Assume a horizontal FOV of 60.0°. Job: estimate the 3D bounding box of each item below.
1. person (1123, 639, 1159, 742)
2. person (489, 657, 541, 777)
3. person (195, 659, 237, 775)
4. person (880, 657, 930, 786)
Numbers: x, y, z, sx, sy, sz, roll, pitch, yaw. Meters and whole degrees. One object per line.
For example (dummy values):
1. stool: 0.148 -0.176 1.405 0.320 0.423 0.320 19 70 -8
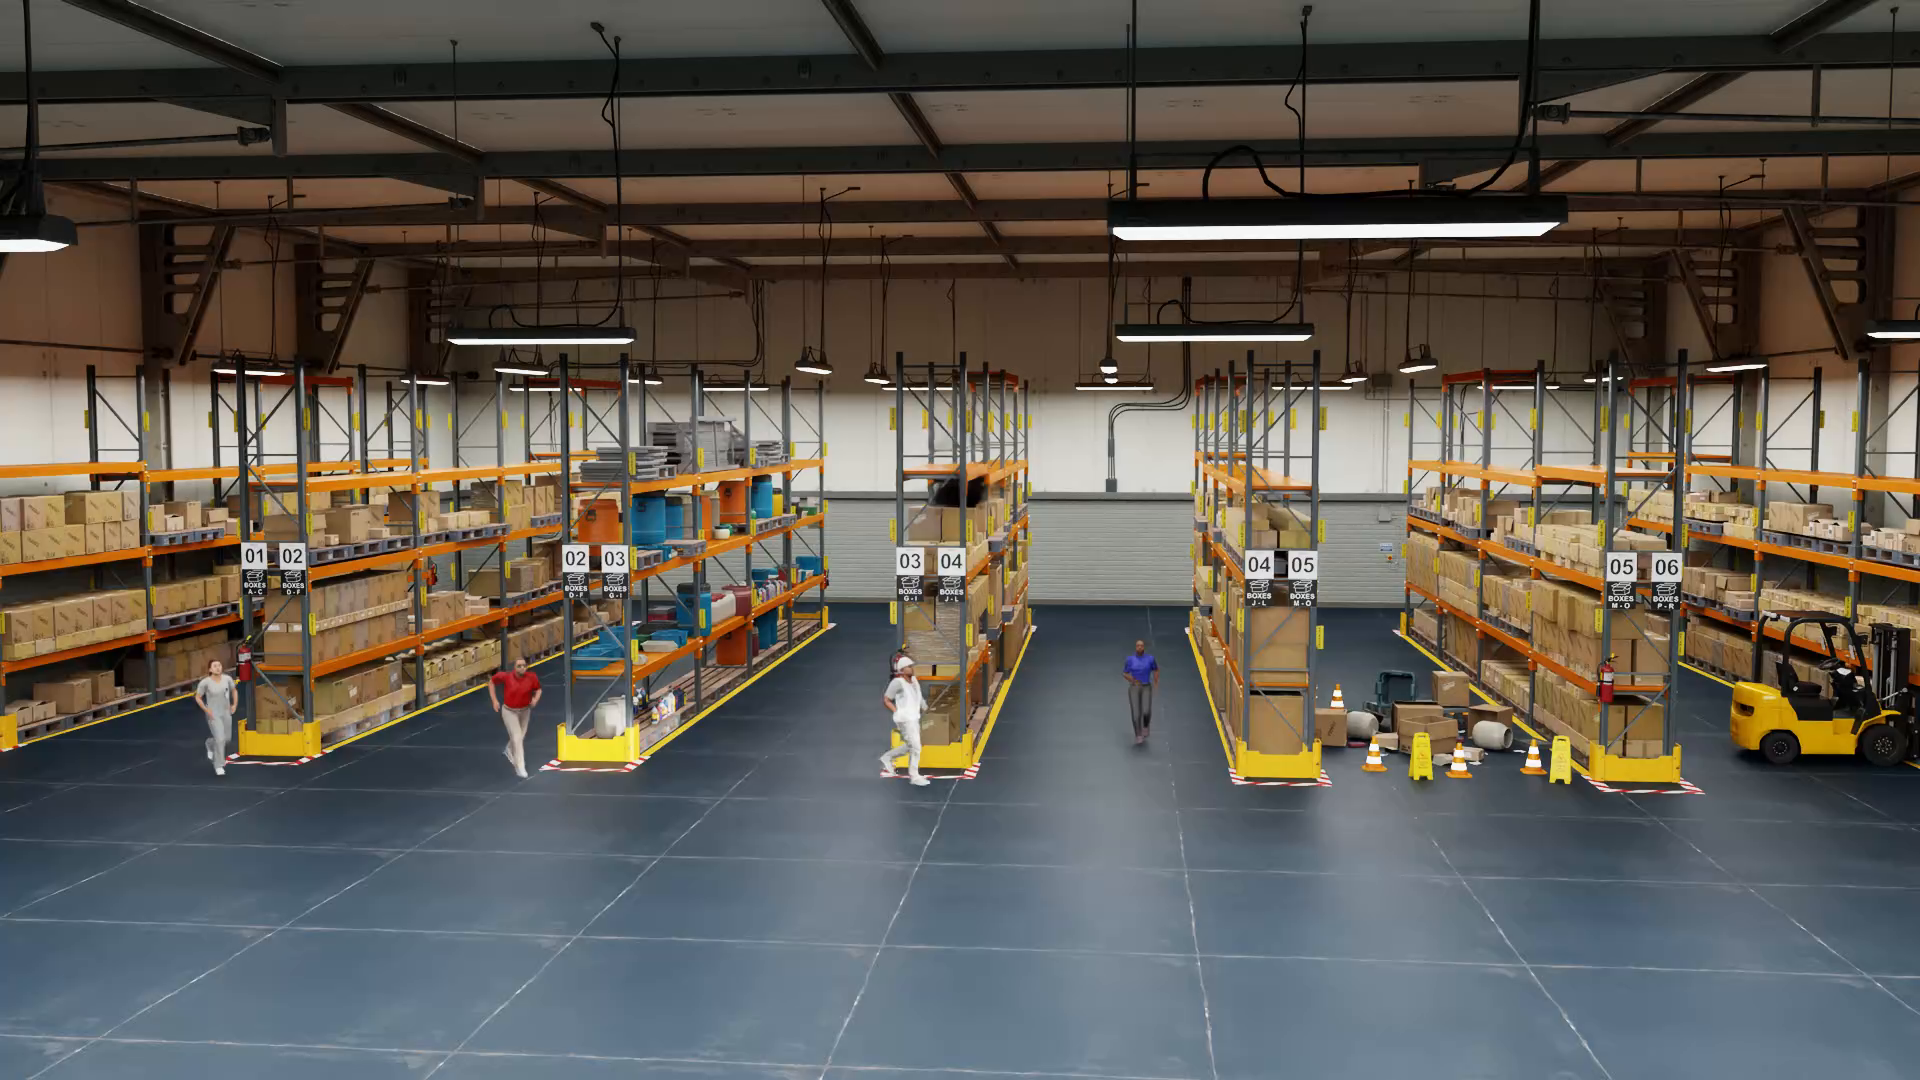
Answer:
1. person: 2.823 2.355 25.884 0.562 1.618 0.562 0 4 5
2. person: -6.359 2.516 23.744 0.702 1.761 0.959 -3 5 -33
3. person: -10.653 2.499 23.804 0.585 1.651 0.653 -4 6 -44
4. person: -0.743 2.499 23.058 0.756 1.765 0.673 2 4 25
